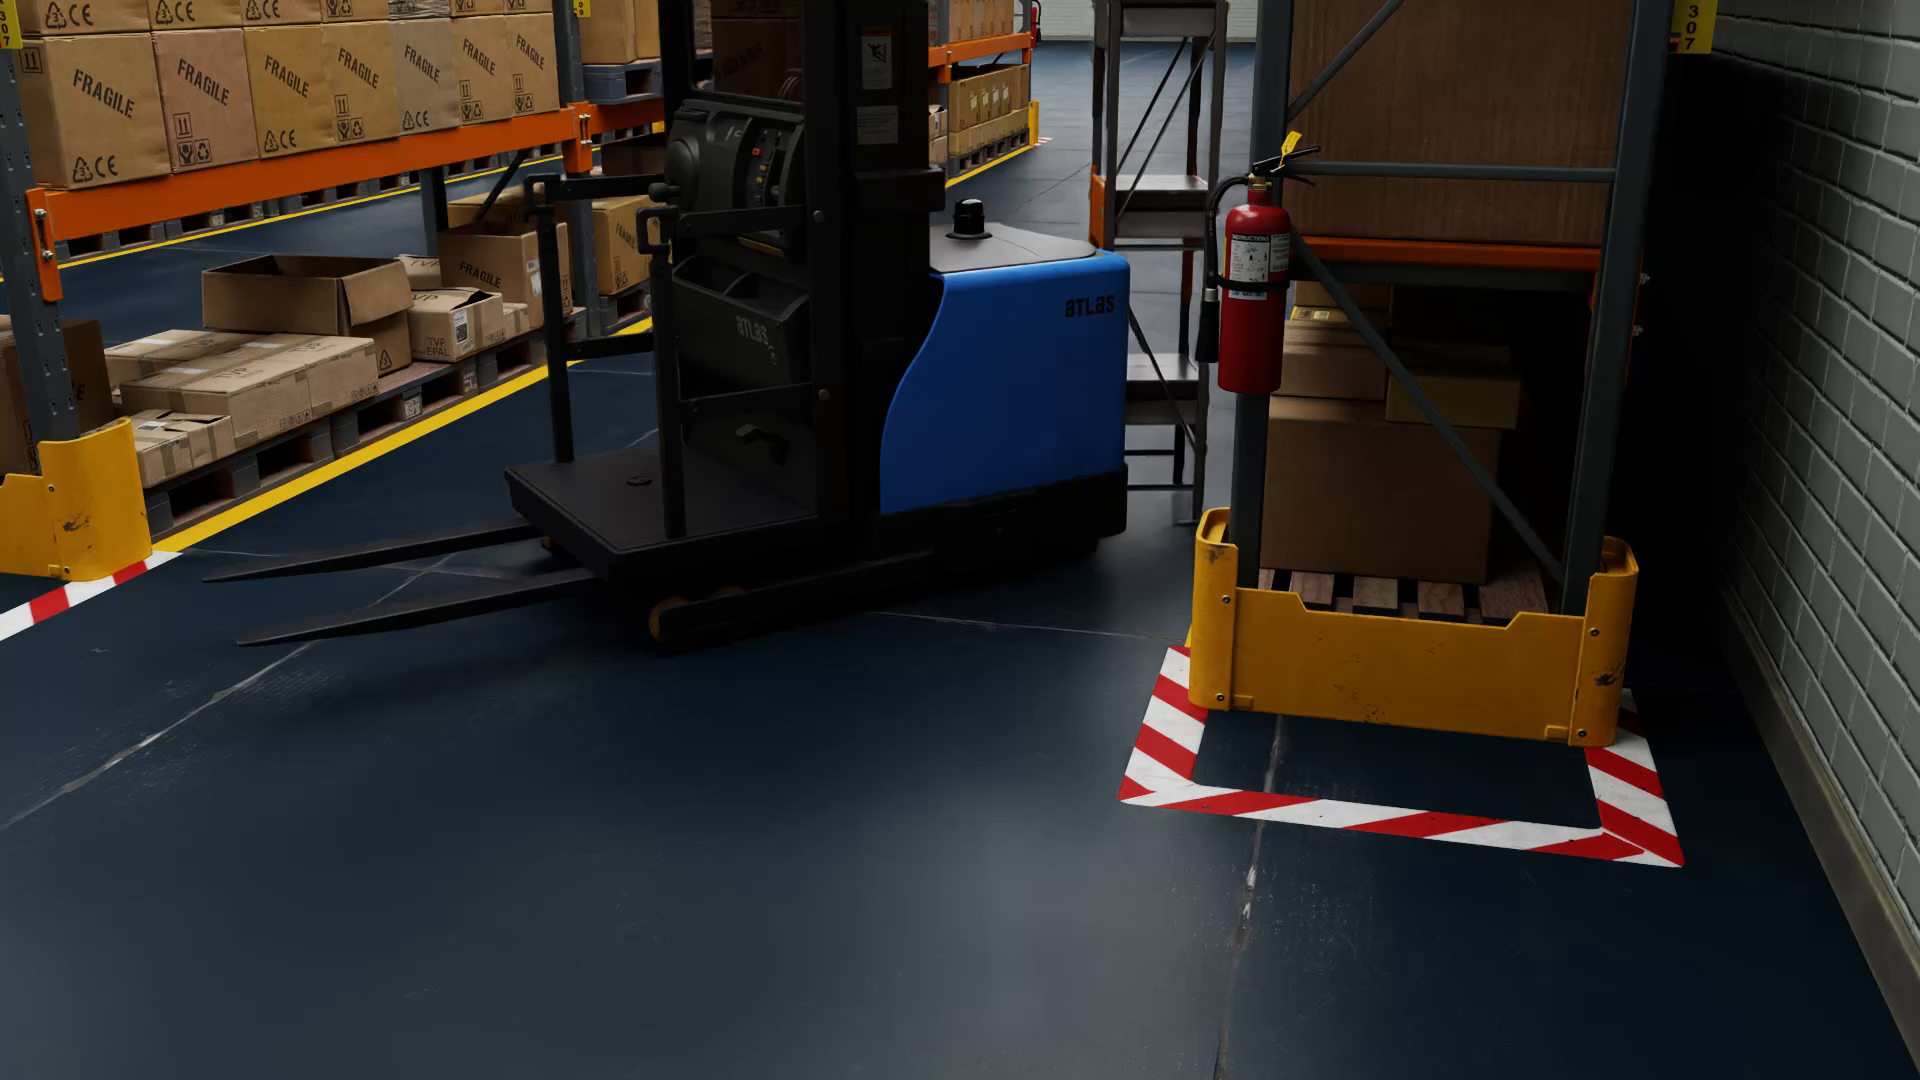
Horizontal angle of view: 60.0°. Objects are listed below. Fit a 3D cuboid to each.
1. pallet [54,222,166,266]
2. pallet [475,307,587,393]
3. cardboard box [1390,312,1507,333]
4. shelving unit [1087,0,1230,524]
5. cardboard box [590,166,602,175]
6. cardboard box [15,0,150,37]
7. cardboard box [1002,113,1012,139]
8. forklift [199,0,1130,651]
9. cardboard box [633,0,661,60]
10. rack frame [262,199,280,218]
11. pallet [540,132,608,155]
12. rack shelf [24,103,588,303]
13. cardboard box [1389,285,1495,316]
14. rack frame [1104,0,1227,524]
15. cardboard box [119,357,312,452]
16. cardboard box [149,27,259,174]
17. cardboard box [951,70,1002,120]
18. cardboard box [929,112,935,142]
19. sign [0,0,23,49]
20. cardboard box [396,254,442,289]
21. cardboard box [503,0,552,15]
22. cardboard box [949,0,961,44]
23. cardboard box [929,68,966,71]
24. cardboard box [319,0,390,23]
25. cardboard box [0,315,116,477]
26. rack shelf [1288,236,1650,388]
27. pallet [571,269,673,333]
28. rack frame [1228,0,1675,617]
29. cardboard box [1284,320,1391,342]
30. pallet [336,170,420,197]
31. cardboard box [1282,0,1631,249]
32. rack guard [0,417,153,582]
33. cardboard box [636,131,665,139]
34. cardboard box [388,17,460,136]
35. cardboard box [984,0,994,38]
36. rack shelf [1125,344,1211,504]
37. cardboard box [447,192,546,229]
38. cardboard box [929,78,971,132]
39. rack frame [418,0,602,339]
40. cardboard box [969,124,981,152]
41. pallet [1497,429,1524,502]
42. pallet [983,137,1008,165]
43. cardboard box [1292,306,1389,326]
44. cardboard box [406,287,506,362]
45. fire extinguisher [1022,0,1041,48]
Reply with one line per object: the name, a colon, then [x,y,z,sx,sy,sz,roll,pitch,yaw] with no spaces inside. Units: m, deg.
pallet: [-6.840,-2.294,12.577,1.003,0.211,1.213,5,19,13]
pallet: [-2.732,-1.064,8.976,1.003,0.211,1.213,5,19,13]
cardboard box: [1.686,-0.687,5.774,0.380,0.149,0.250,5,19,14]
shelving unit: [0.716,-1.133,6.257,0.431,2.100,0.503,-1,19,-2]
cardboard box: [-2.346,-2.272,11.387,0.500,0.500,0.500,4,19,12]
cardboard box: [-3.176,-1.984,5.654,0.500,0.500,0.500,5,20,15]
cardboard box: [0.293,-4.752,19.063,0.500,0.250,0.500,5,19,13]
forklift: [-0.912,-1.236,5.271,3.031,2.935,1.130,-12,22,-30]
cardboard box: [-2.124,-3.196,10.100,0.700,0.500,0.500,8,20,22]
rack frame: [-6.388,-4.245,13.975,1.000,3.000,0.127,5,19,13]
pallet: [-4.910,-4.770,19.826,1.003,0.211,1.213,5,19,13]
rack shelf: [-3.052,-1.632,7.437,1.077,0.370,4.000,5,19,13]
cardboard box: [1.872,-0.927,6.475,0.380,0.149,0.250,4,19,12]
rack frame: [0.723,-1.054,6.026,0.400,2.100,0.015,-1,19,-2]
cardboard box: [-3.010,-0.557,6.751,0.500,0.250,0.500,5,19,13]
cardboard box: [-3.055,-1.673,6.290,0.500,0.500,0.500,4,19,13]
cardboard box: [0.173,-4.950,18.482,0.500,0.500,0.500,5,19,13]
cardboard box: [-0.550,-3.956,15.866,0.500,0.311,0.500,5,20,15]
sign: [-3.014,-1.712,5.220,0.100,0.325,0.005,5,19,13]
cardboard box: [-2.875,-1.420,9.184,0.500,0.311,0.500,5,19,13]
cardboard box: [-2.436,-2.940,8.454,0.500,0.500,0.500,5,19,14]
cardboard box: [-0.384,-5.459,17.375,0.700,0.500,0.500,4,19,13]
cardboard box: [-0.208,-5.147,19.061,0.500,0.500,0.500,5,19,13]
cardboard box: [-2.806,-2.464,7.059,0.500,0.500,0.500,4,19,13]
cardboard box: [-3.646,-0.560,6.374,0.500,0.500,0.500,5,19,13]
rack shelf: [1.753,-1.242,6.295,1.077,0.370,4.000,5,19,13]
pallet: [-2.401,-1.537,10.362,1.003,0.211,1.213,5,19,13]
rack frame: [1.264,-0.955,4.343,1.000,3.000,0.127,5,19,13]
cardboard box: [1.255,-0.640,5.635,0.380,0.149,0.250,5,20,15]
pallet: [-5.861,-3.546,16.244,1.003,0.211,1.213,5,19,13]
cardboard box: [1.379,-1.258,4.765,0.980,0.700,0.700,6,20,16]
rack guard: [-3.522,-0.186,5.959,1.175,0.500,0.348,5,19,13]
cardboard box: [-1.842,-2.582,11.133,0.500,0.250,0.500,4,19,12]
cardboard box: [-2.684,-2.146,7.676,0.500,0.500,0.500,5,20,15]
cardboard box: [-0.008,-5.942,18.788,0.700,0.500,0.500,5,19,14]
rack shelf: [0.716,-0.458,6.488,0.431,0.518,0.480,-1,19,-2]
cardboard box: [-2.720,-1.801,10.008,0.500,0.500,0.500,5,19,13]
cardboard box: [-0.192,-4.479,17.105,0.500,0.500,0.500,5,19,13]
rack frame: [-2.563,-2.599,9.156,1.000,3.000,0.127,5,19,13]
cardboard box: [-0.074,-4.282,17.686,0.500,0.250,0.500,5,19,13]
pallet: [1.684,-0.273,6.662,1.003,0.211,1.213,5,19,13]
pallet: [-0.077,-4.416,18.791,1.003,0.211,1.213,5,19,13]
cardboard box: [1.706,-0.680,6.757,0.700,0.500,0.500,5,20,15]
cardboard box: [-2.610,-1.099,8.243,0.500,0.311,0.500,5,19,13]
fire extinguisher: [0.848,-6.324,20.181,0.296,0.674,0.183,5,19,13]
